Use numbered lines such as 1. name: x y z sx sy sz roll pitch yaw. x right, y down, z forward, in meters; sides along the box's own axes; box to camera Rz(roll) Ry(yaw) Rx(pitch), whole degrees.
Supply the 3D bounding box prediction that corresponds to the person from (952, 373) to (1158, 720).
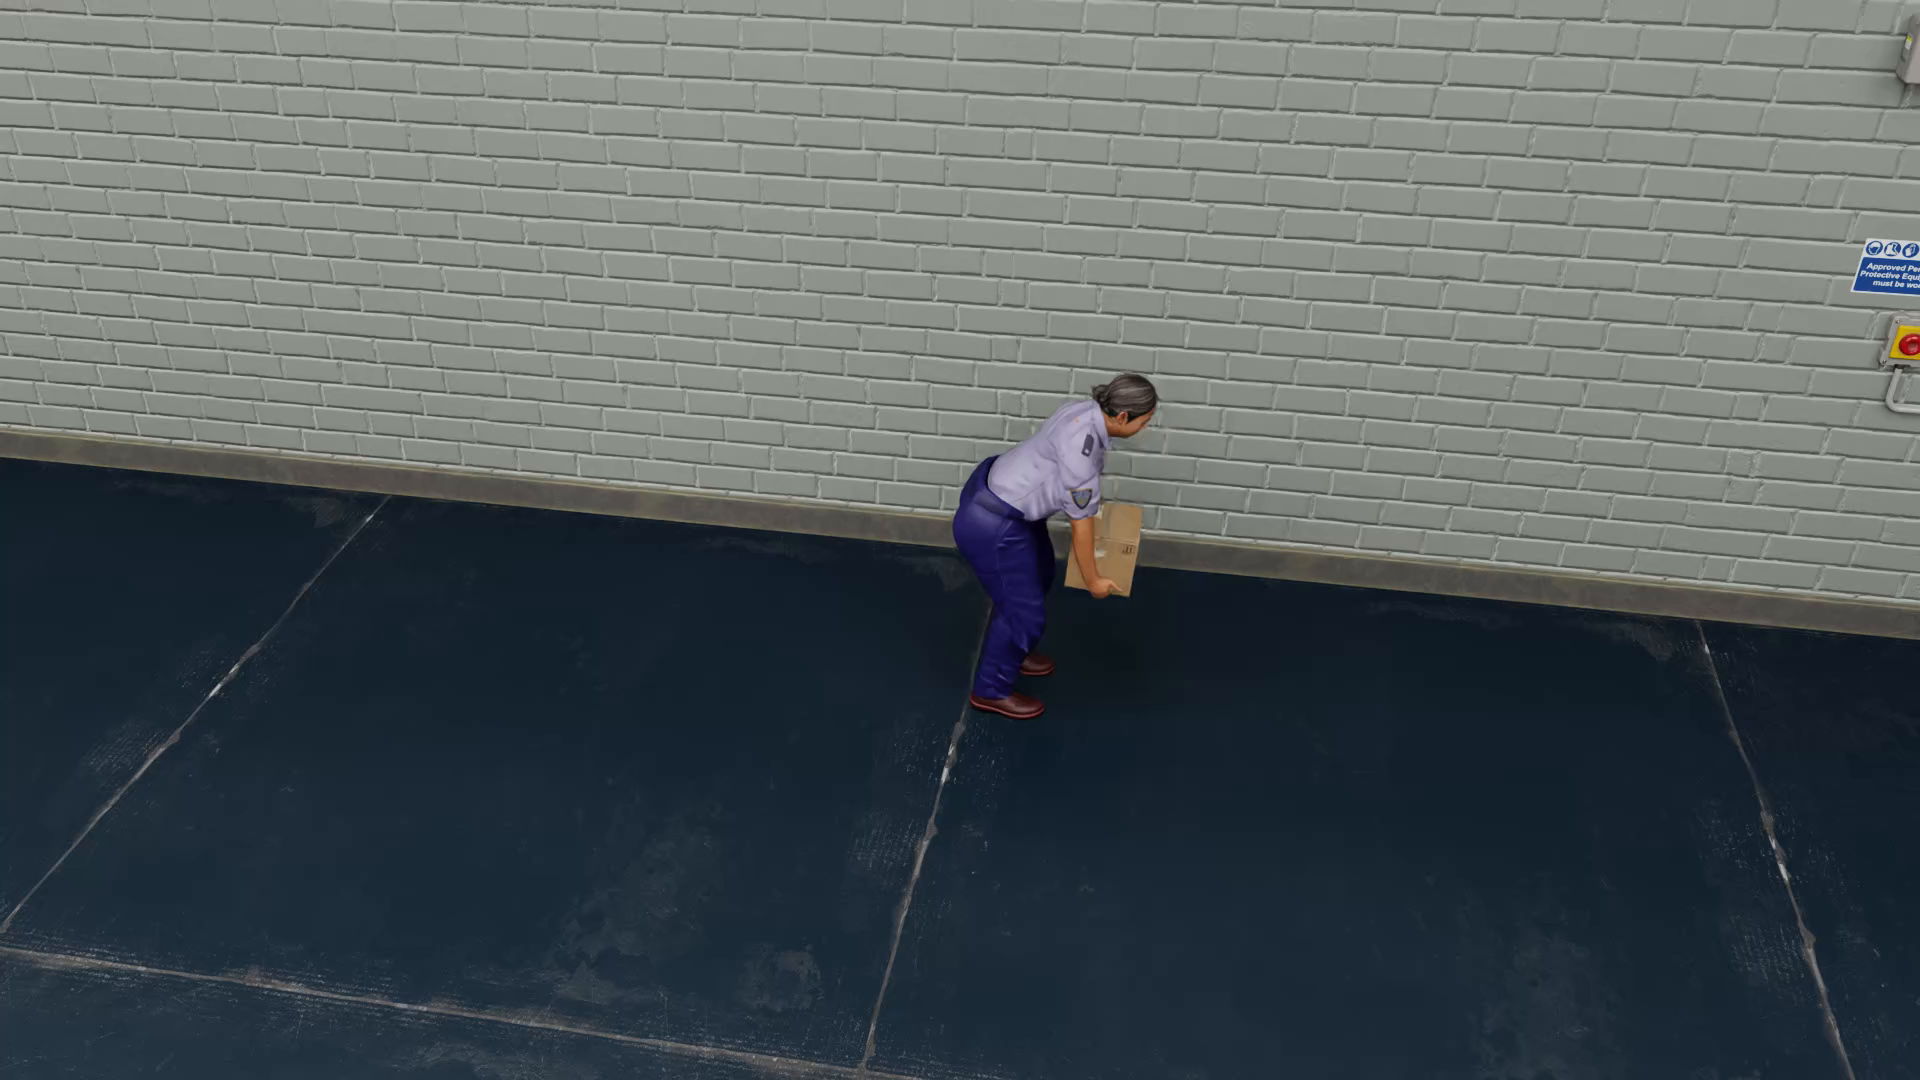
1. person: 0.365 0.010 6.340 0.689 1.436 0.453 5 33 7
